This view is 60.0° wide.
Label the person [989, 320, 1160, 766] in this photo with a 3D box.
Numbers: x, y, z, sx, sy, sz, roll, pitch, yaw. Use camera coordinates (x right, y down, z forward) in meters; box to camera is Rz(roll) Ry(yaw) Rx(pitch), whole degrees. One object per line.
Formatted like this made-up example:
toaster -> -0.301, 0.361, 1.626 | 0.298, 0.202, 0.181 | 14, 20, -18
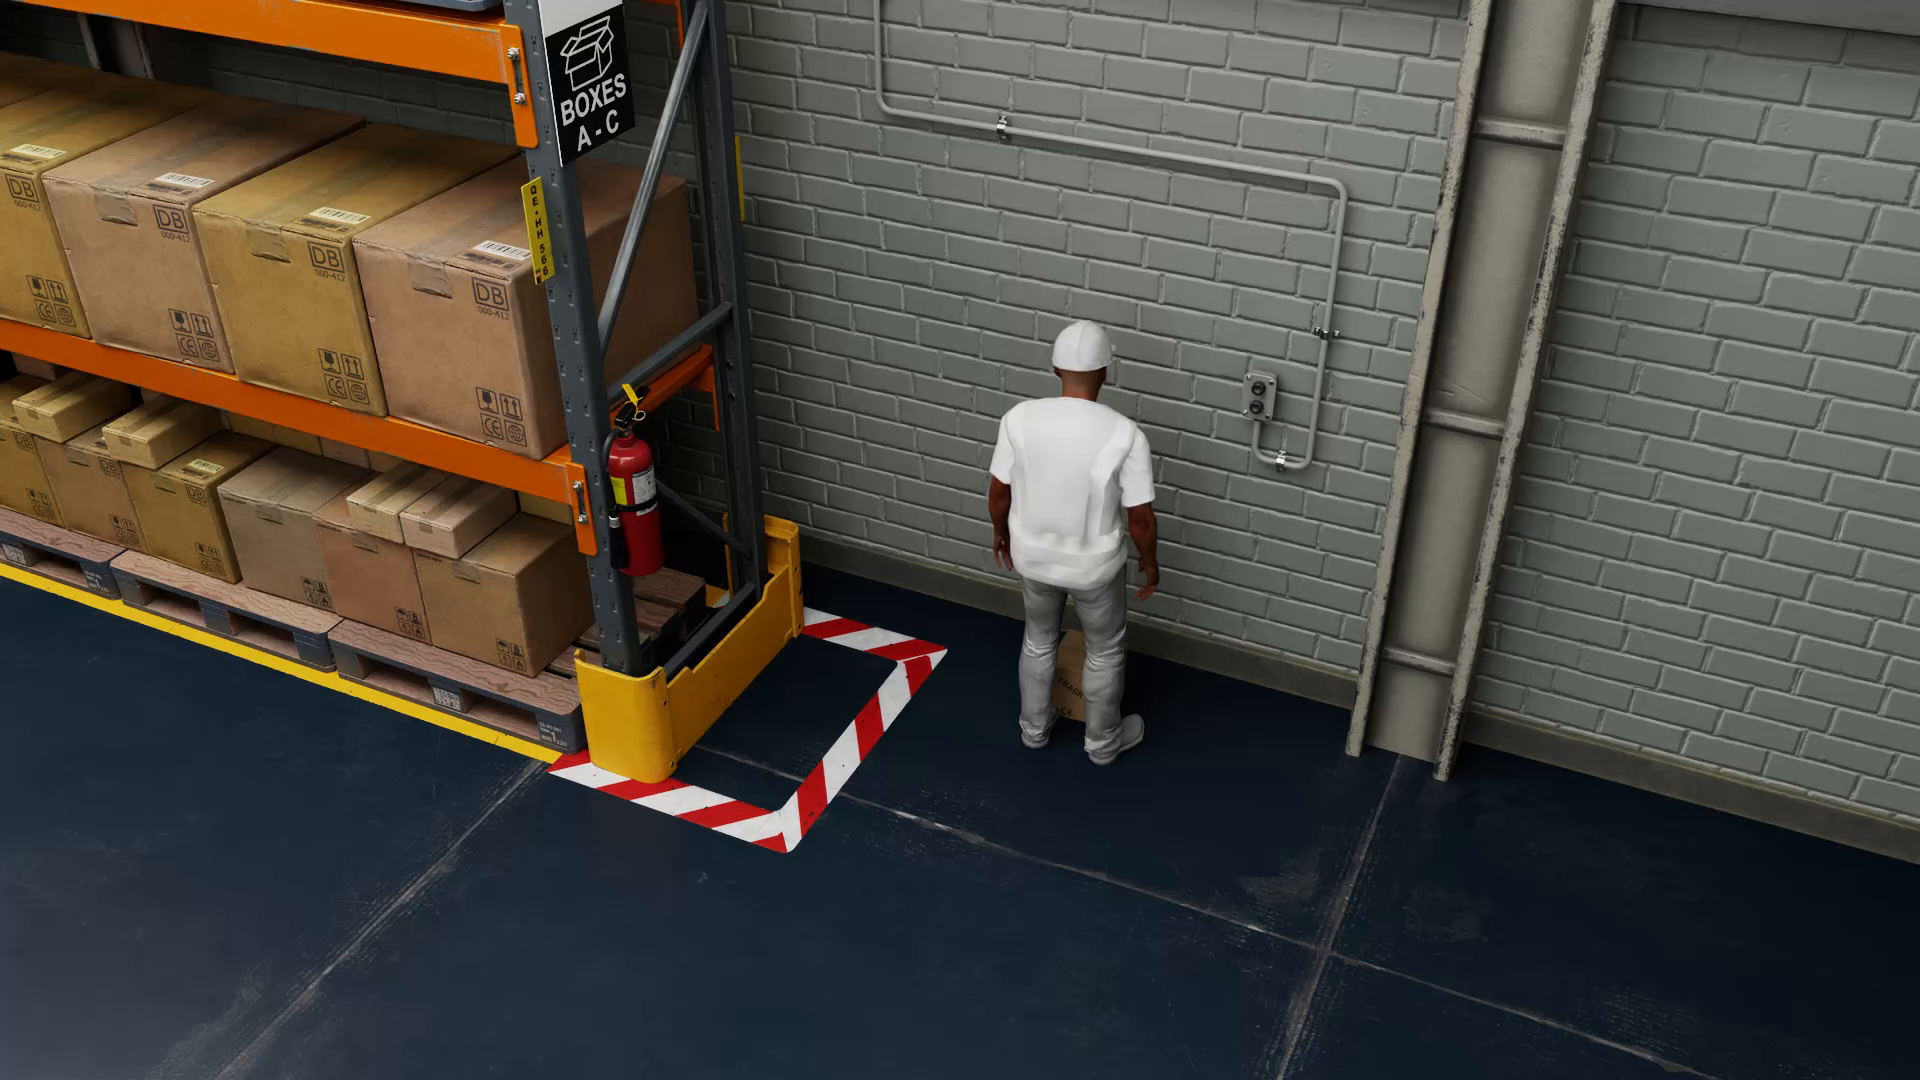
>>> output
person -> 0.417, 0.037, 6.072 | 0.638, 1.757, 0.458 | 13, 36, 19
